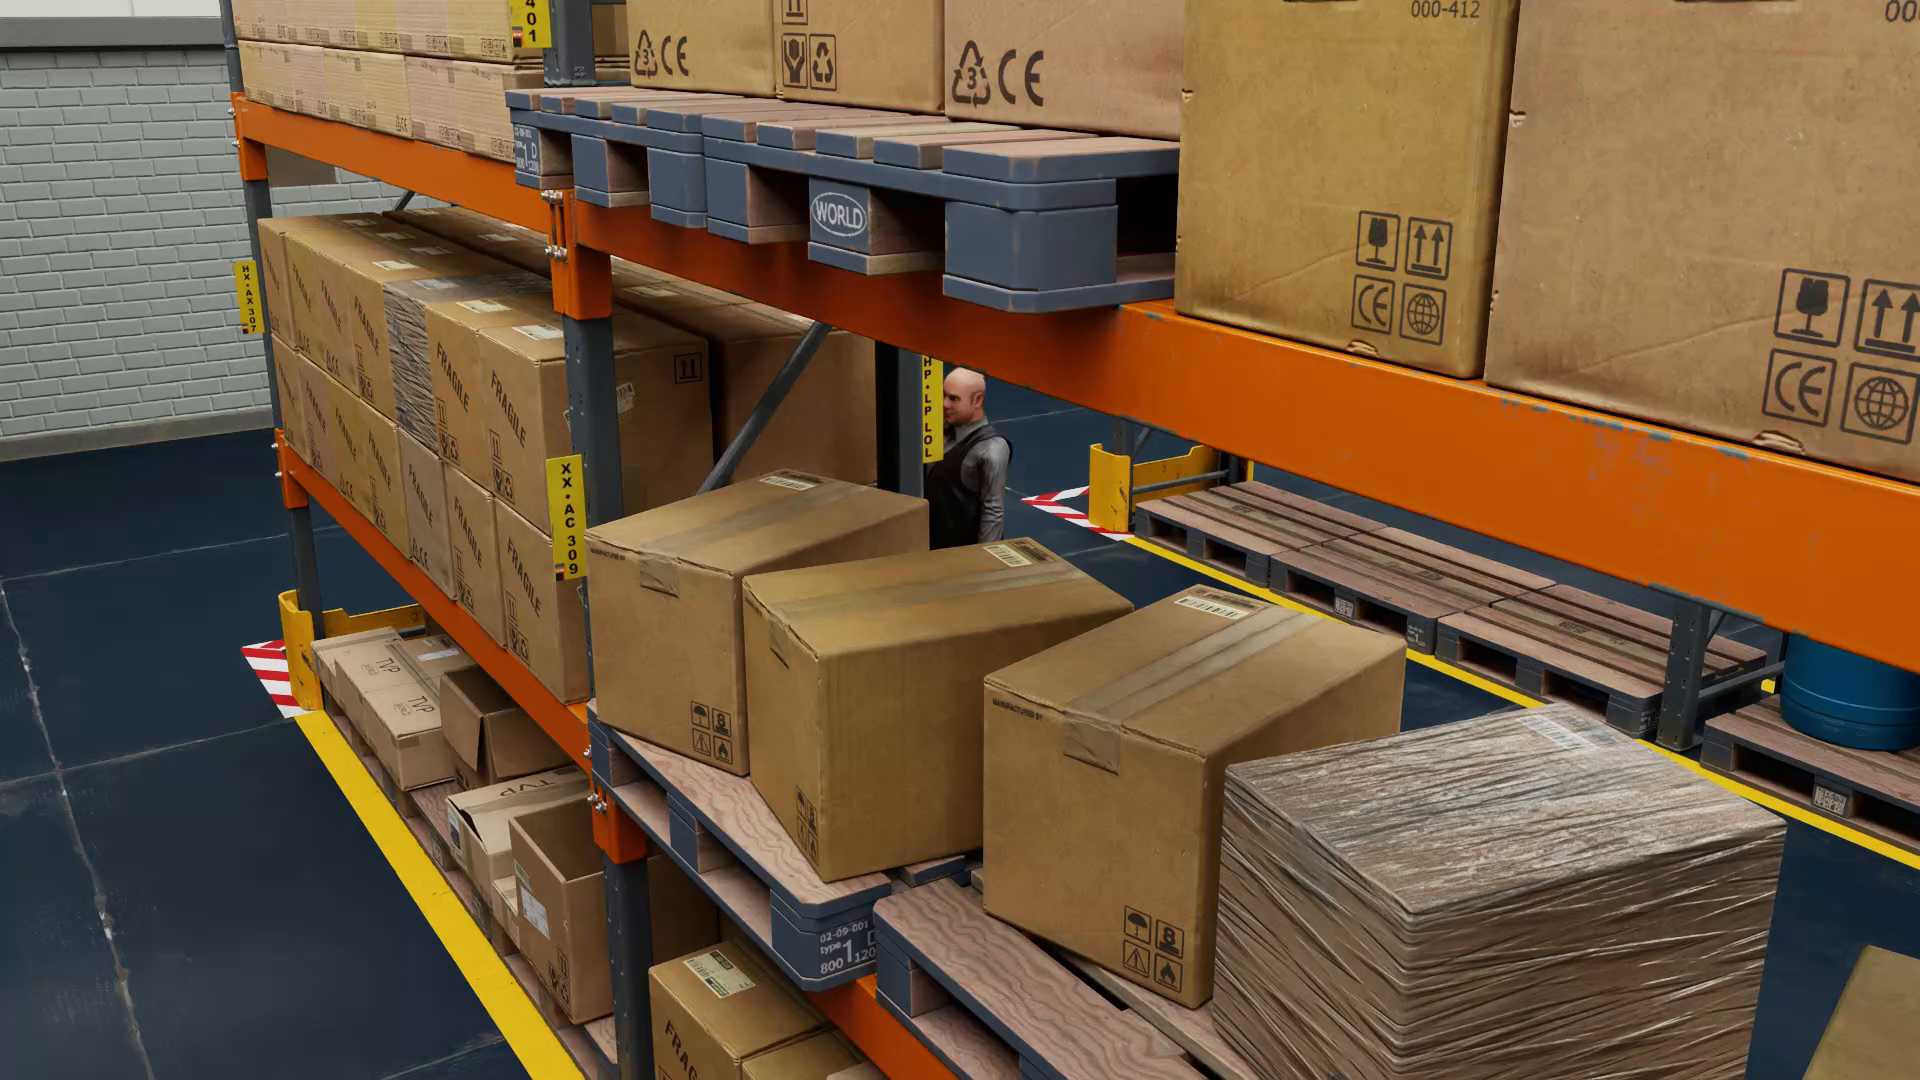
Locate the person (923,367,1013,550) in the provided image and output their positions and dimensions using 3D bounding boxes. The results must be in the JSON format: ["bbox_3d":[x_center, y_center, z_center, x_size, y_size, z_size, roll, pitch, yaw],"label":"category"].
[{"bbox_3d":[0.000,0.085,7.352,0.360,1.721,0.533,-11,21,-30],"label":"person"}]
